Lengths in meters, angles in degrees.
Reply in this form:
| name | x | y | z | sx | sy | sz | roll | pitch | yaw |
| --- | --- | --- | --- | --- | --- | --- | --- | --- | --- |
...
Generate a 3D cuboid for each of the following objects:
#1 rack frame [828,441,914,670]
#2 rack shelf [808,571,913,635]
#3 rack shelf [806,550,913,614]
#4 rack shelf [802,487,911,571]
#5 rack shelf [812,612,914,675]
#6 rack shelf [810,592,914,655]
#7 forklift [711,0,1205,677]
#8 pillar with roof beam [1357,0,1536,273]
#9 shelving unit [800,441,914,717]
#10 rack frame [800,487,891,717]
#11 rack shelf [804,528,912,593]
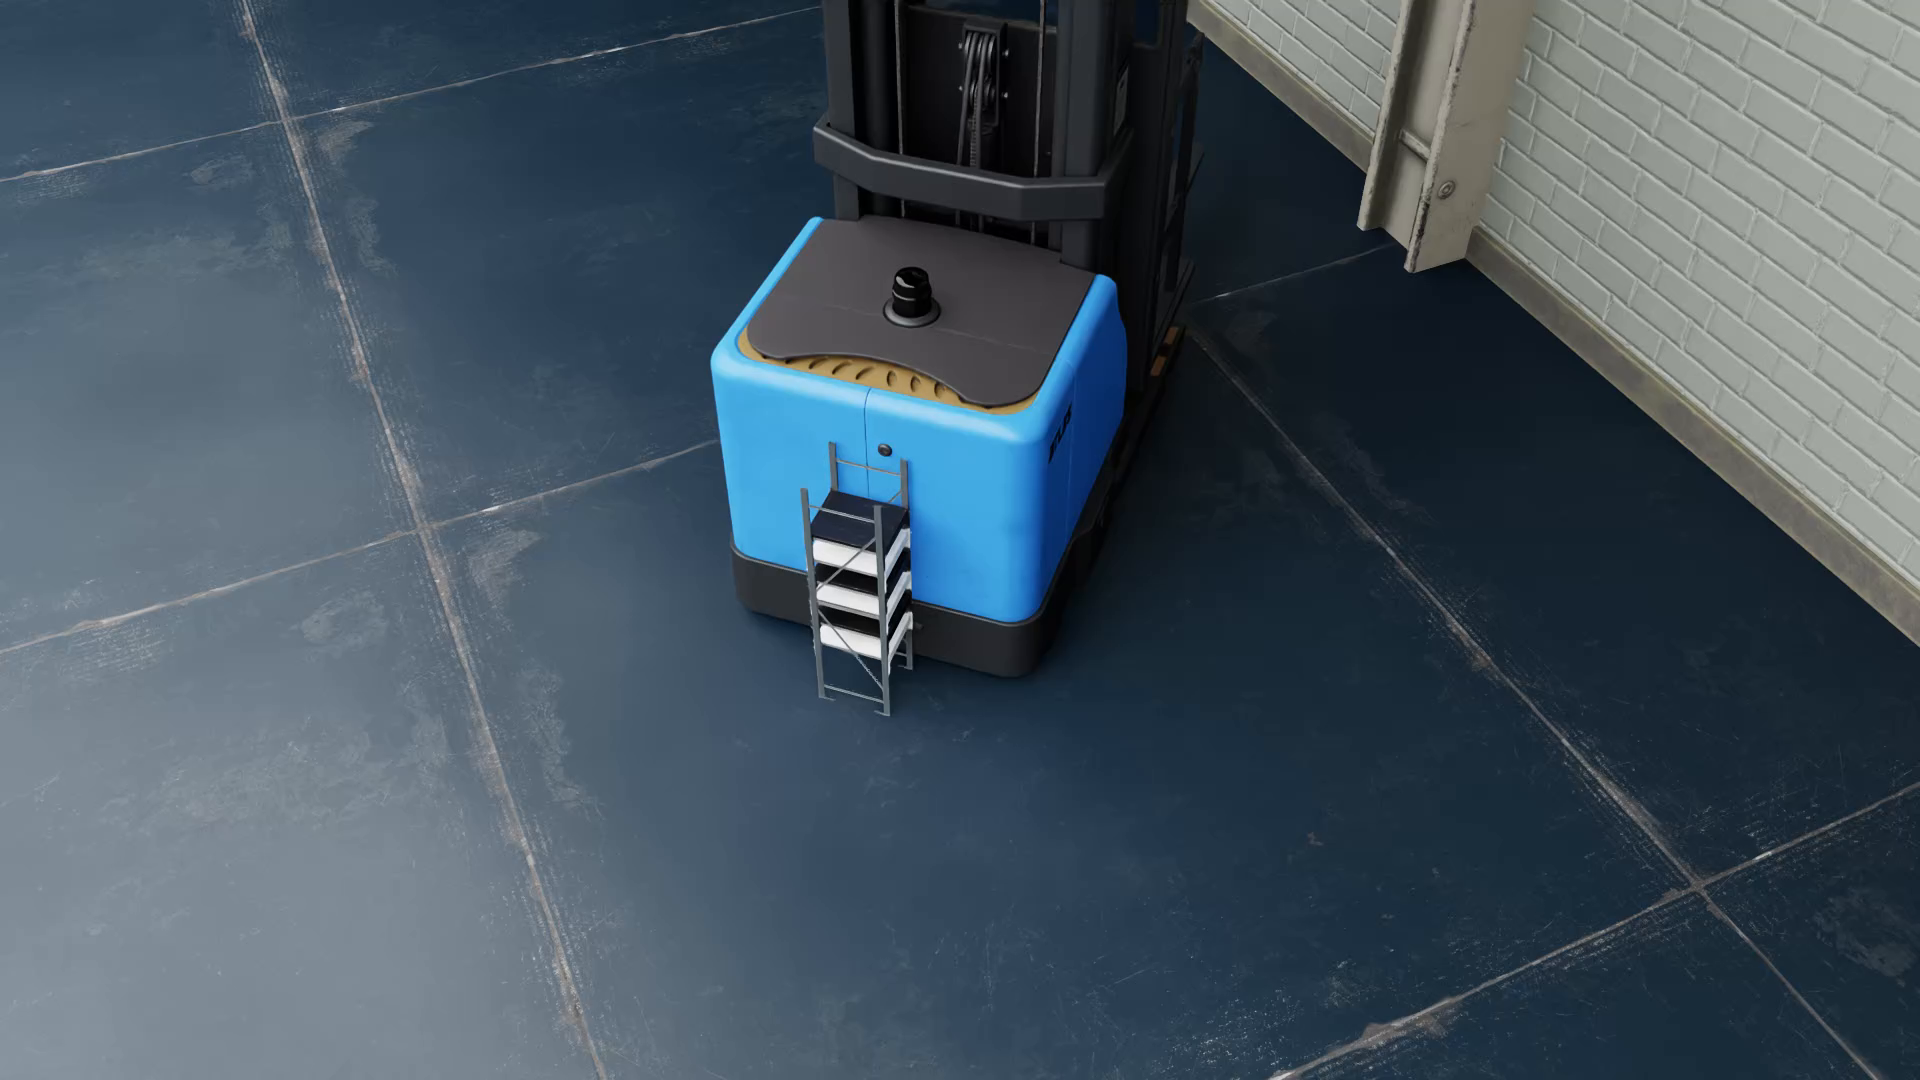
| name | x | y | z | sx | sy | sz | roll | pitch | yaw |
| --- | --- | --- | --- | --- | --- | --- | --- | --- | --- |
| rack frame | -0.263 | 0.068 | 5.040 | 0.240 | 0.900 | 0.006 | 14 | 46 | 14 |
| rack shelf | -0.296 | 0.159 | 4.996 | 0.258 | 0.077 | 0.200 | 14 | 46 | 14 |
| rack shelf | -0.296 | 0.095 | 4.932 | 0.258 | 0.077 | 0.200 | 14 | 46 | 14 |
| rack shelf | -0.296 | -0.033 | 4.806 | 0.258 | 0.077 | 0.200 | 14 | 46 | 14 |
| rack shelf | -0.296 | 0.287 | 5.122 | 0.258 | 0.077 | 0.200 | 14 | 46 | 14 |
| rack shelf | -0.296 | 0.223 | 5.059 | 0.258 | 0.077 | 0.200 | 14 | 46 | 14 |
| forklift | 0.230 | -1.666 | 5.352 | 1.130 | 2.935 | 3.031 | 14 | 46 | 14 |
| pillar with roof beam | -1.988 | -3.203 | 2.589 | 9.100 | 9.000 | 0.400 | -18 | 47 | -17 |
| shelving unit | -0.296 | 0.135 | 4.972 | 0.258 | 0.900 | 0.210 | 14 | 46 | 14 |
| rack frame | -0.330 | 0.203 | 4.904 | 0.240 | 0.900 | 0.006 | 14 | 46 | 14 |
| rack shelf | -0.296 | 0.031 | 4.869 | 0.258 | 0.077 | 0.200 | 14 | 46 | 14 |
